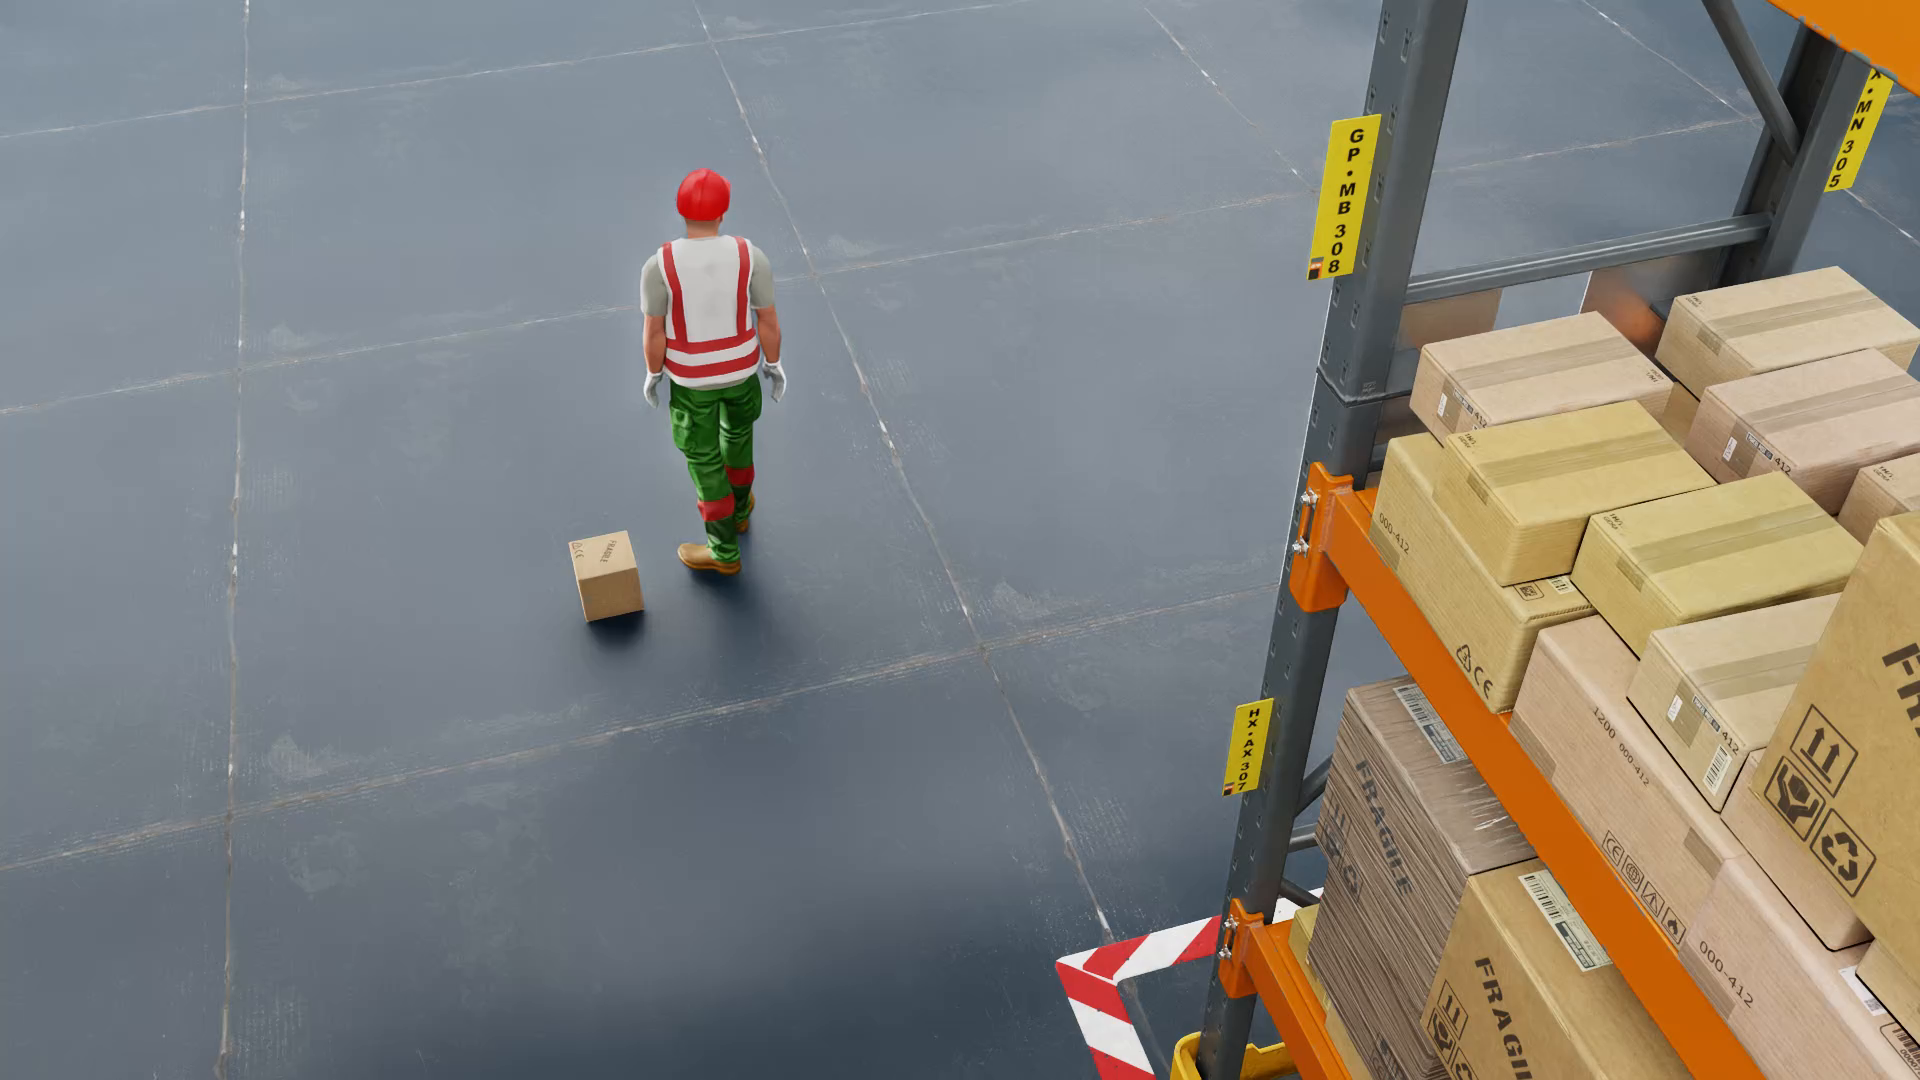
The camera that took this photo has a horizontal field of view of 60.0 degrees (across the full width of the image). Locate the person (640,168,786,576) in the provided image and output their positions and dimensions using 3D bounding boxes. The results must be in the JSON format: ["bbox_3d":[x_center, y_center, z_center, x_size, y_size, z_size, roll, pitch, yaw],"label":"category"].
[{"bbox_3d":[-1.015,-0.676,6.904,0.589,1.778,0.593,-13,43,-14],"label":"person"}]
